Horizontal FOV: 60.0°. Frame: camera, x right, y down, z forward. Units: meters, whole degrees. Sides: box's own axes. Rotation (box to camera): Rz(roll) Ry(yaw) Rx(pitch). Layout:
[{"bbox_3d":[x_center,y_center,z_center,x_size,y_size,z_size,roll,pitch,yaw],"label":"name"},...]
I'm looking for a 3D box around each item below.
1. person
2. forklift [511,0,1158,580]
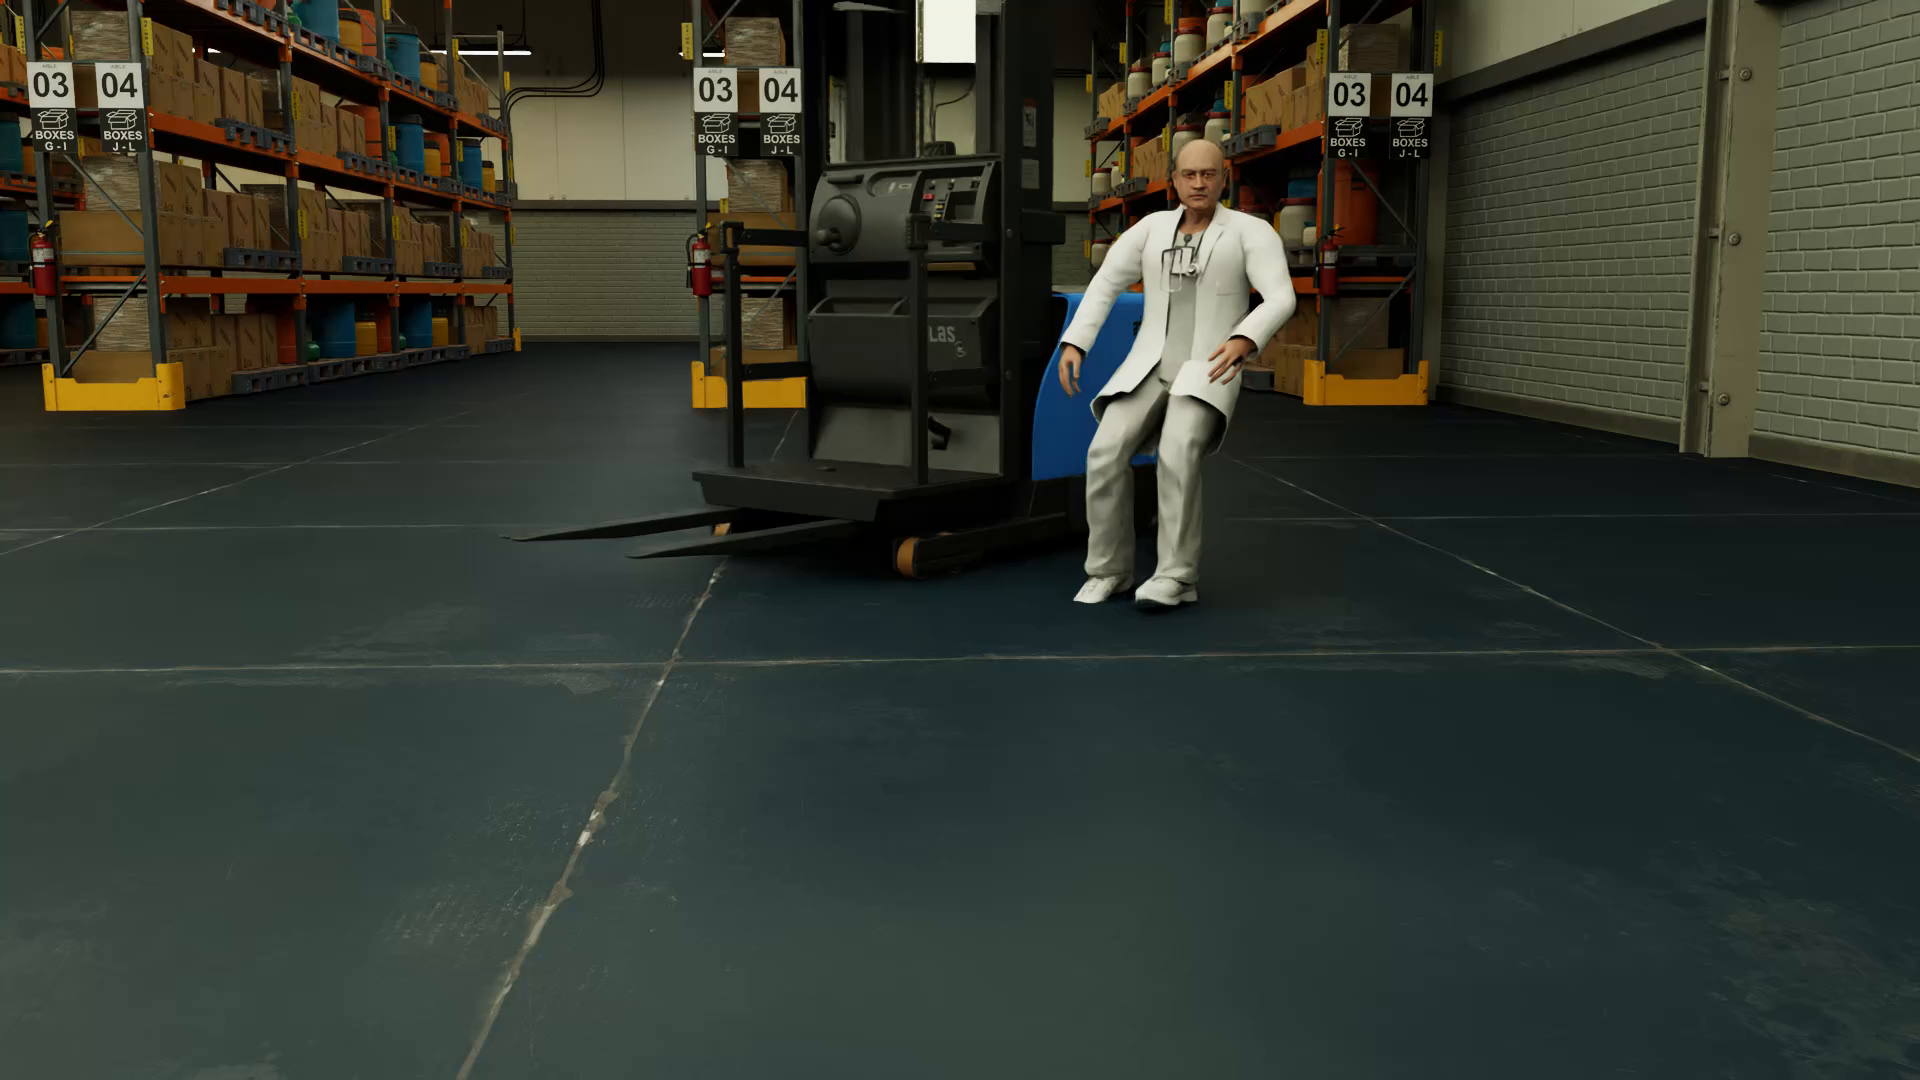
[{"bbox_3d":[0.720,-0.561,5.837,0.850,1.677,0.736,3,9,22],"label":"person"},{"bbox_3d":[-0.376,-1.379,6.617,1.130,2.935,3.031,7,11,38],"label":"forklift"}]
